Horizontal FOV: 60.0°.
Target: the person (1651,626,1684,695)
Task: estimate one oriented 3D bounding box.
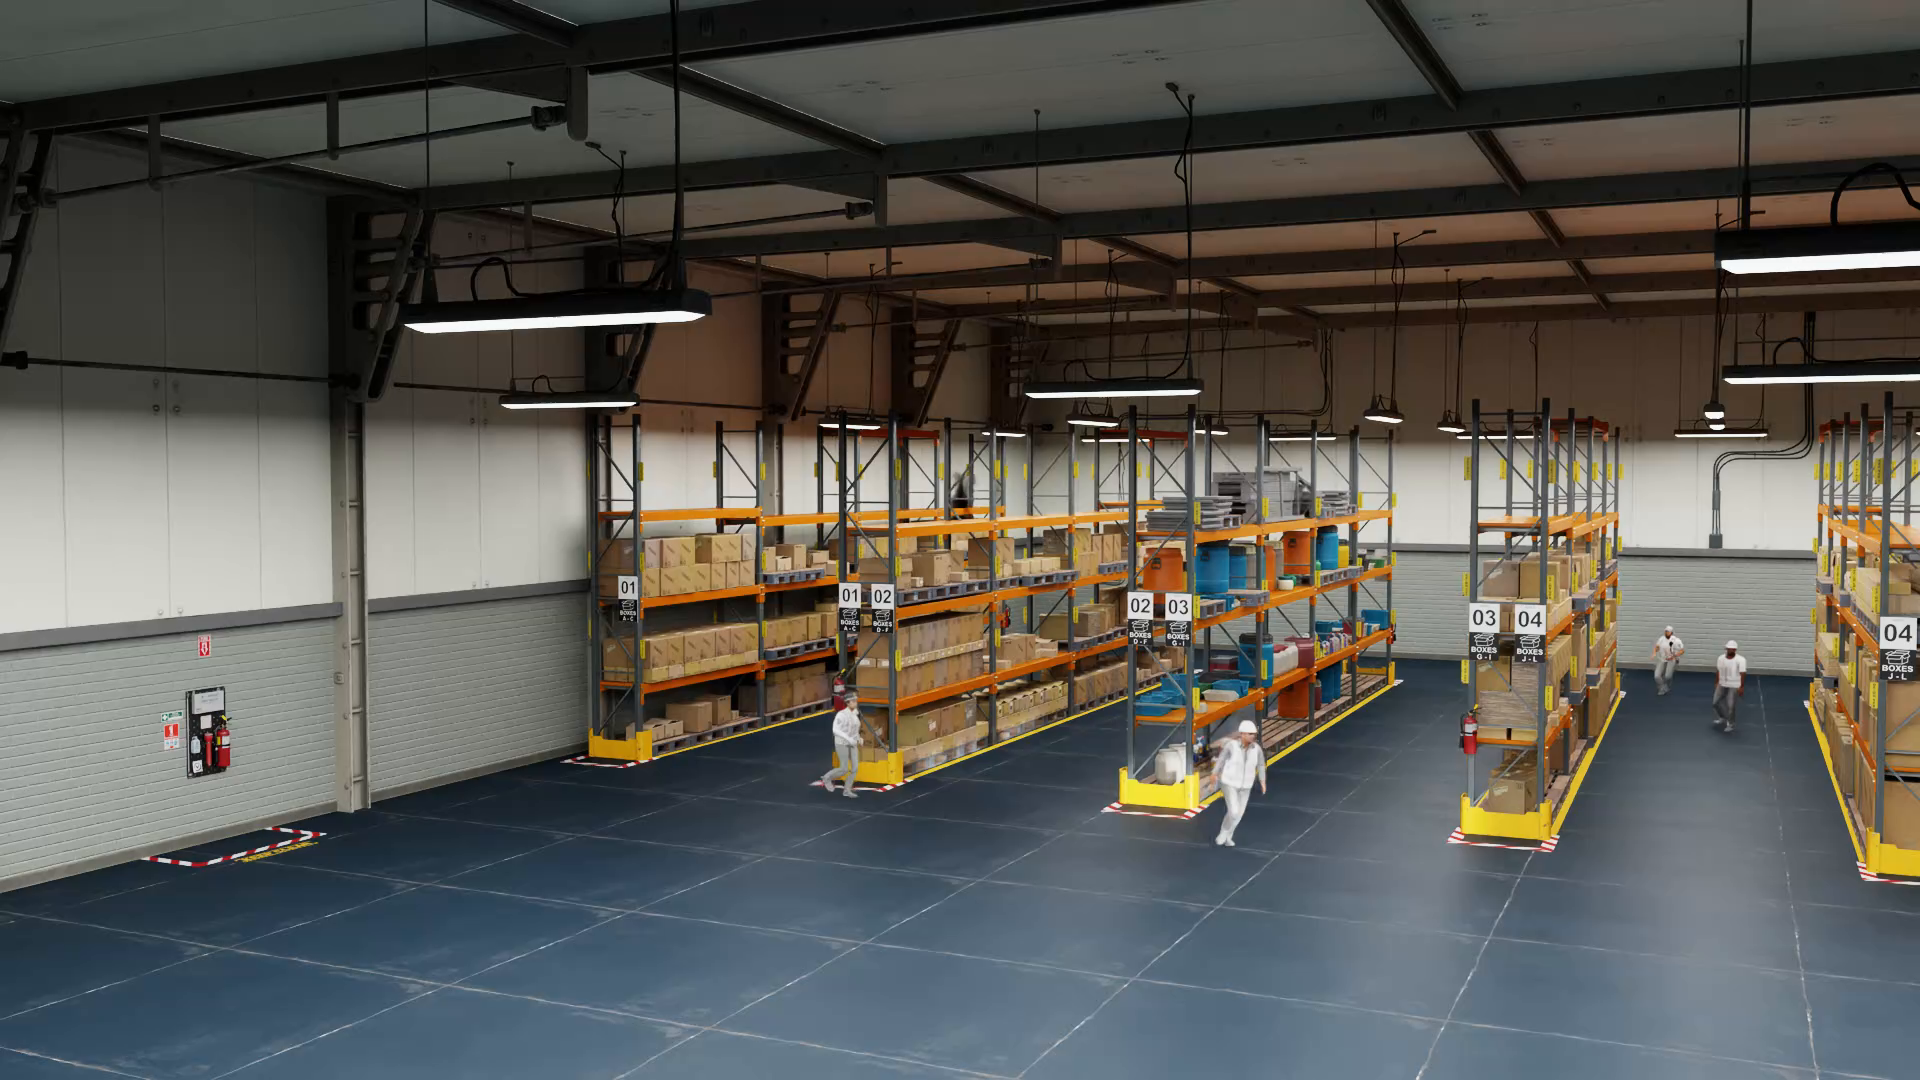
[{"bbox_3d":[15.852,2.709,37.222,0.674,1.575,0.518,2,3,38],"label":"person"}]

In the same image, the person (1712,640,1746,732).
[{"bbox_3d":[14.823,2.811,32.032,0.471,1.786,0.666,-2,3,-36],"label":"person"}]

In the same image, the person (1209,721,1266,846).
[{"bbox_3d":[3.714,3.229,22.038,0.615,1.714,0.725,-1,2,-15],"label":"person"}]

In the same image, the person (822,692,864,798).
[{"bbox_3d":[-1.785,3.141,25.611,0.683,1.642,0.614,2,3,37],"label":"person"}]
